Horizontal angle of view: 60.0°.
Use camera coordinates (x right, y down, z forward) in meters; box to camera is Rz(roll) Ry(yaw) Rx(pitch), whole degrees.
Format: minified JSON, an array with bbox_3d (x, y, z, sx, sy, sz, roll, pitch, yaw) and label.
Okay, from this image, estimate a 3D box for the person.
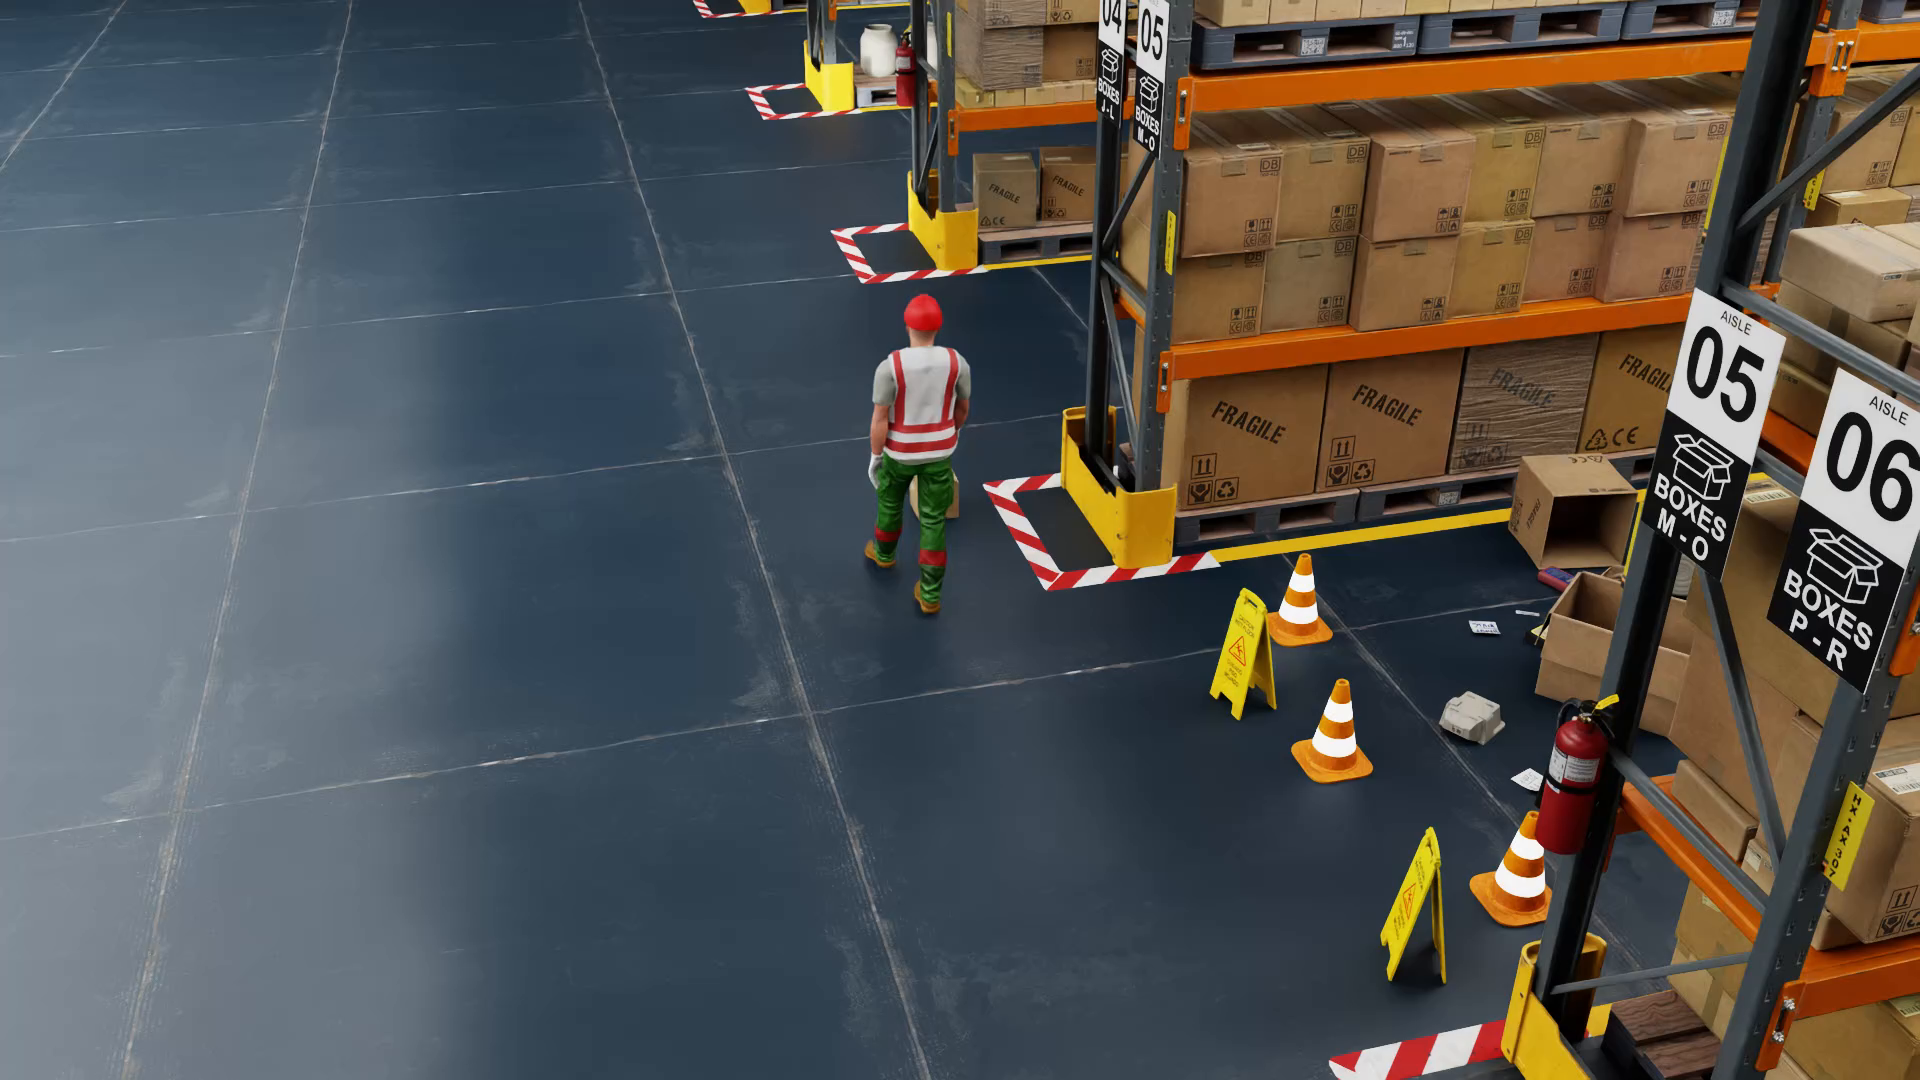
[{"bbox_3d":[-0.242,-0.544,9.128,0.578,1.756,0.808,-5,30,-8],"label":"person"}]
